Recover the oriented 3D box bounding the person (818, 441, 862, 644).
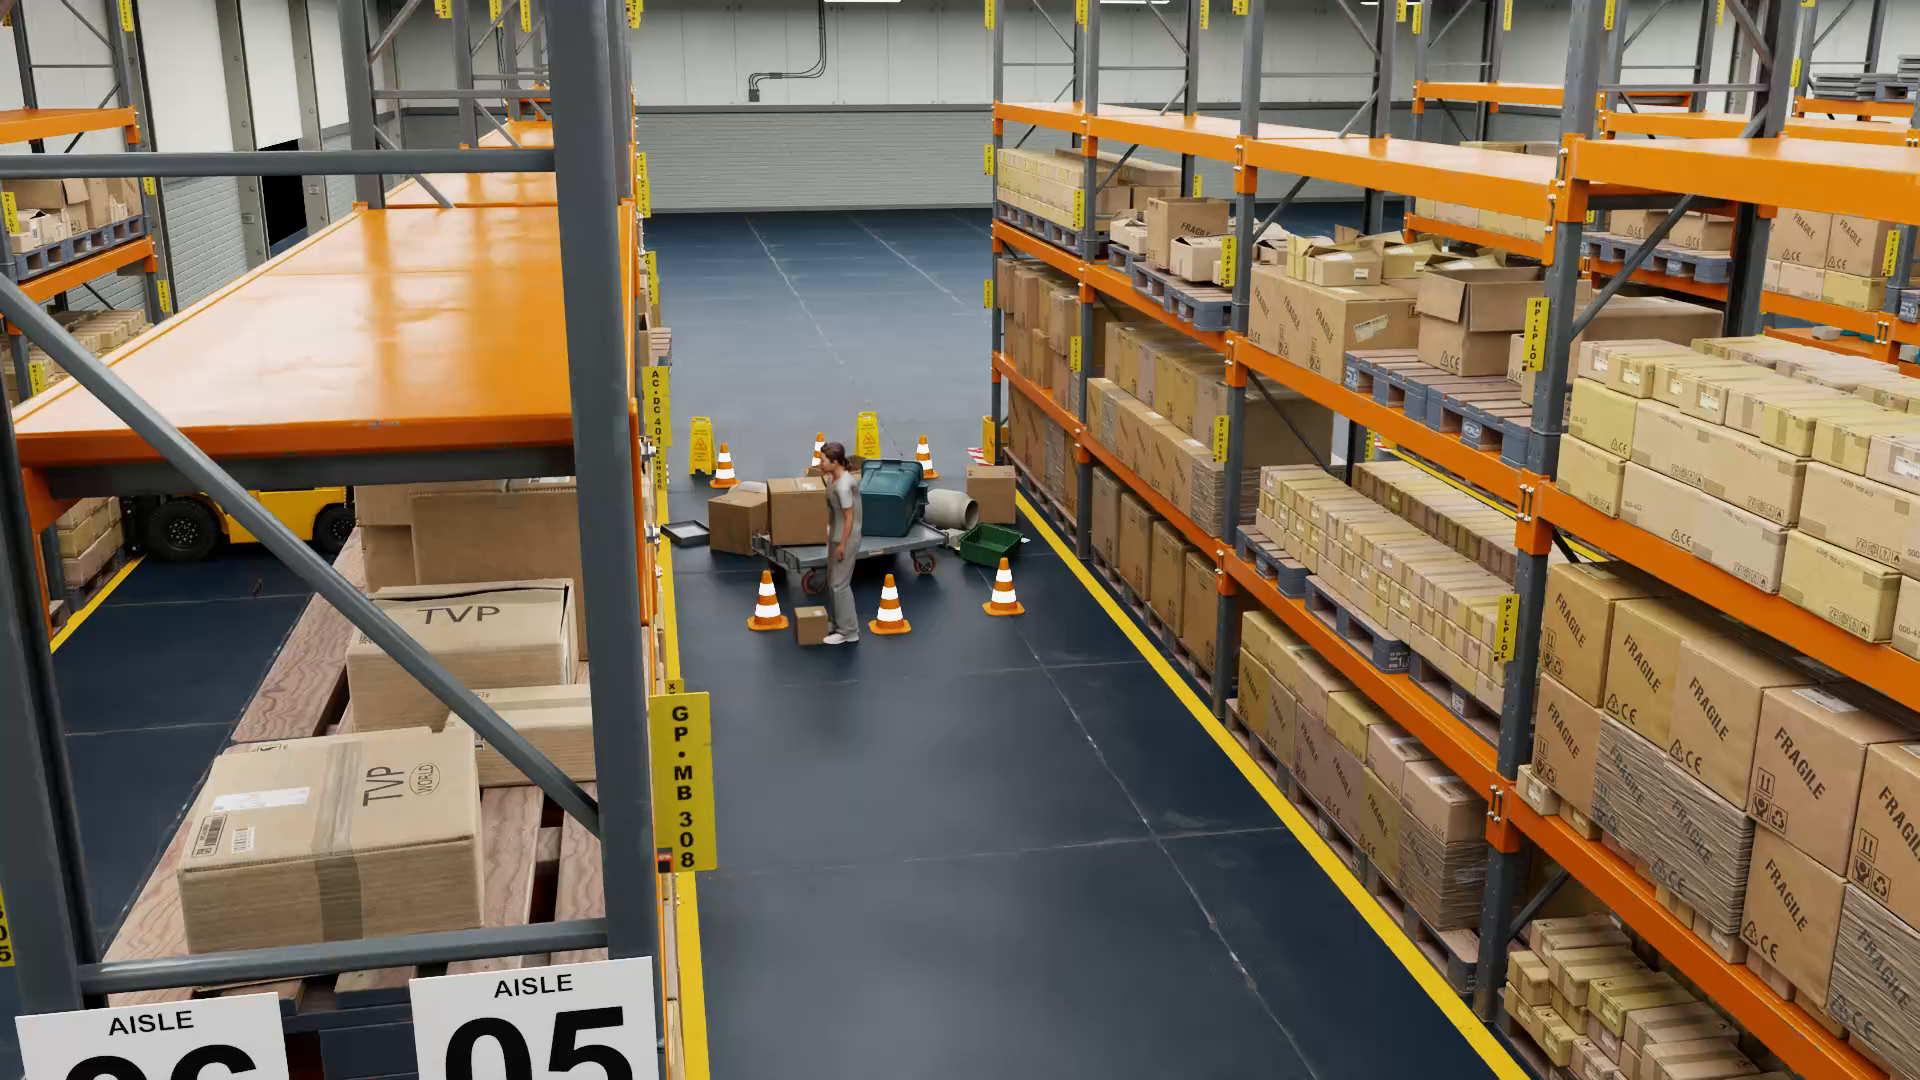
[{"bbox_3d":[-0.977,0.006,13.519,0.361,1.672,0.492,-4,17,-13],"label":"person"}]
